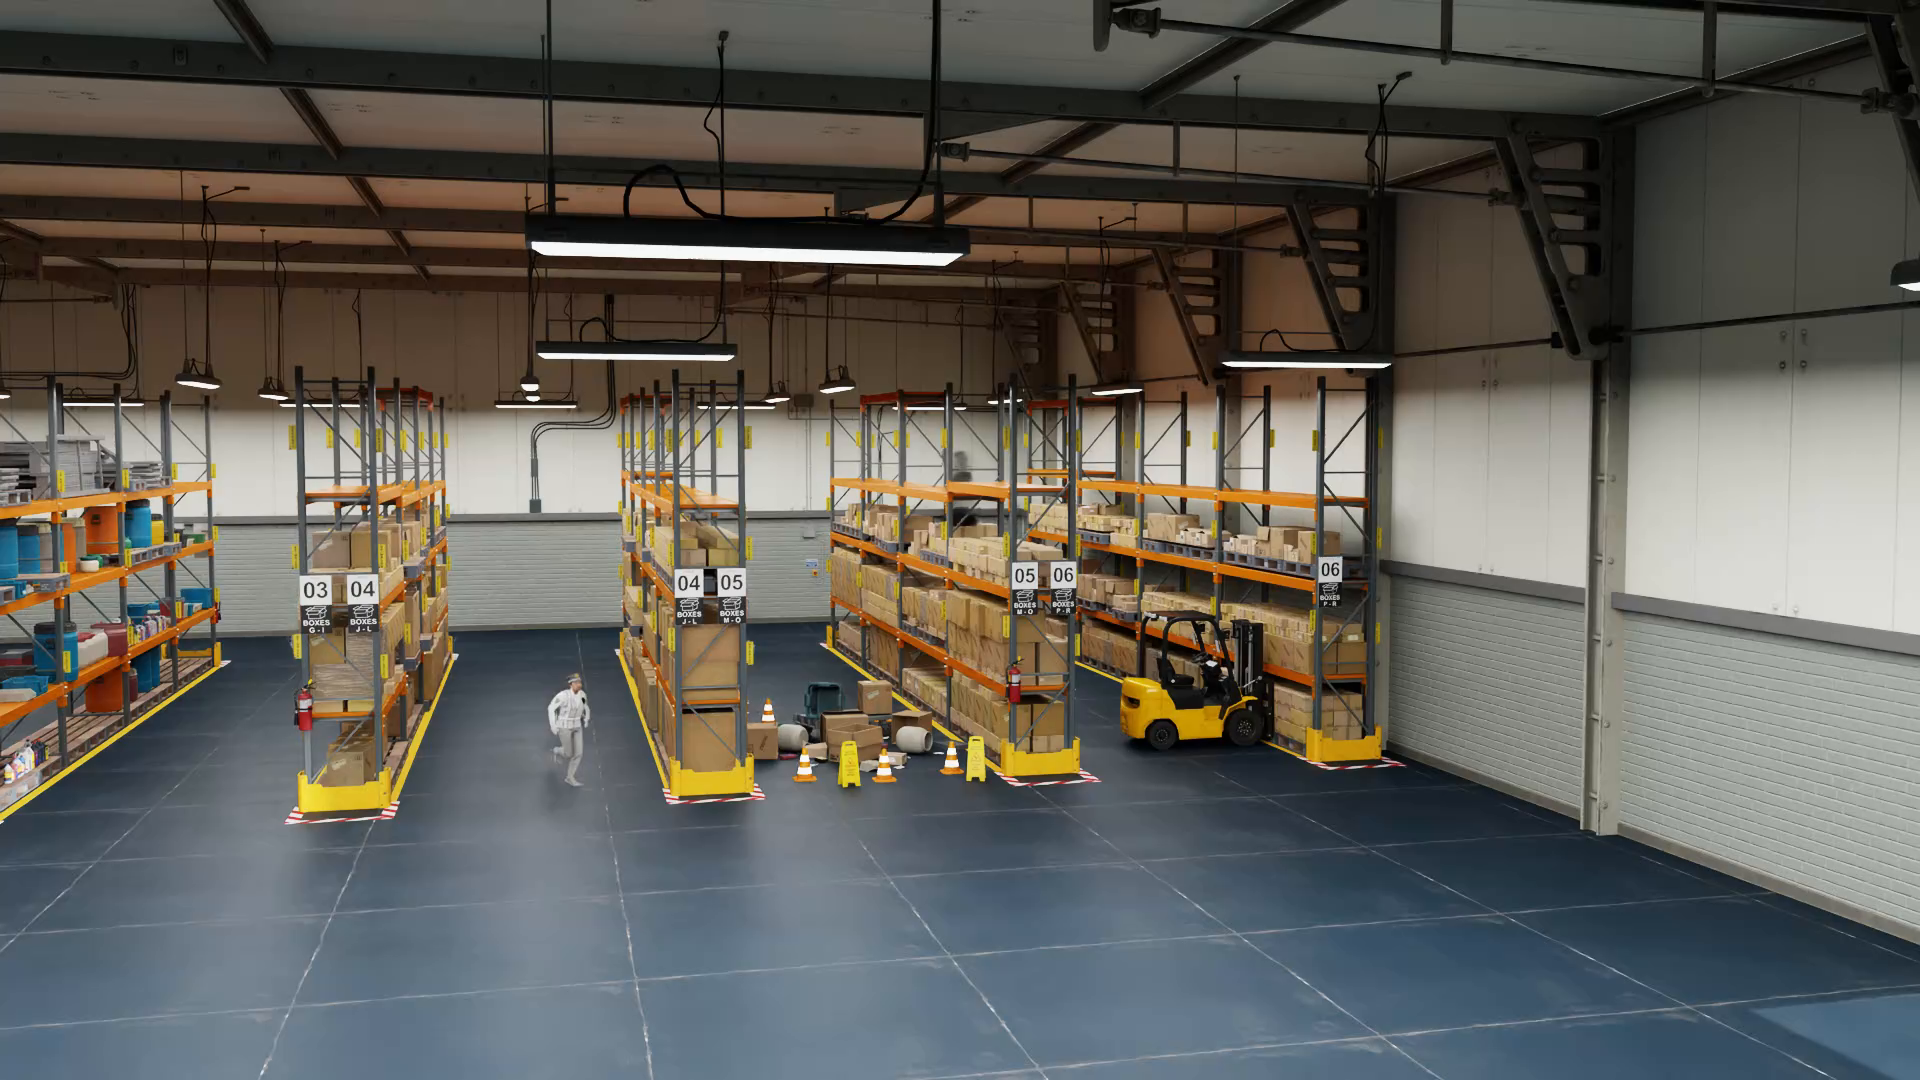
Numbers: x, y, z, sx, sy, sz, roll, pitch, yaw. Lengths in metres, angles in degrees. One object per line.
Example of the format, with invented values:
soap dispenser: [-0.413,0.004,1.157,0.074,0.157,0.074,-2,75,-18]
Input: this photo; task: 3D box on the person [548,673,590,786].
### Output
person: [-5.729,2.752,24.337,0.646,1.656,0.668,-3,5,-42]
